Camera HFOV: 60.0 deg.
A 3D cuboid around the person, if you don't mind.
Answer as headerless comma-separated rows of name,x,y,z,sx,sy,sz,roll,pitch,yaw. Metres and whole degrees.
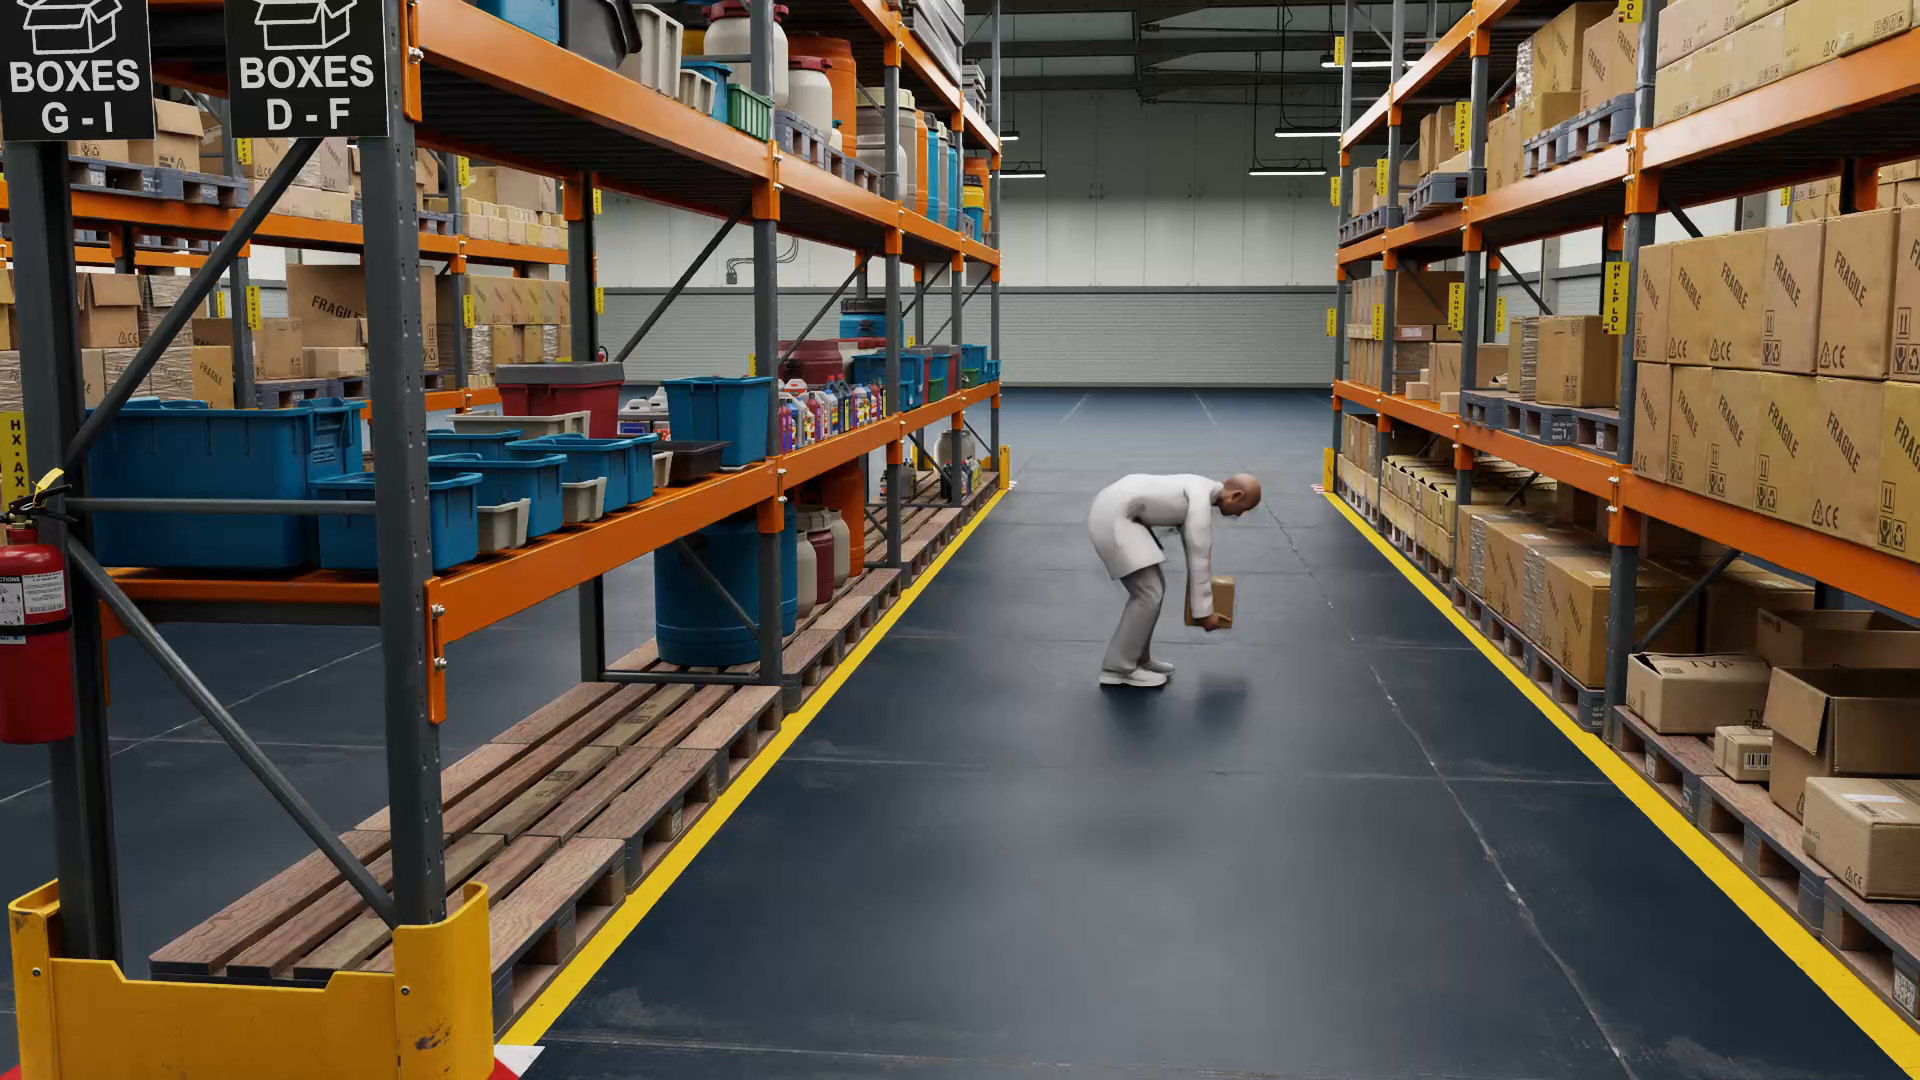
person,1.171,0.210,9.141,0.945,1.157,0.557,1,7,4
